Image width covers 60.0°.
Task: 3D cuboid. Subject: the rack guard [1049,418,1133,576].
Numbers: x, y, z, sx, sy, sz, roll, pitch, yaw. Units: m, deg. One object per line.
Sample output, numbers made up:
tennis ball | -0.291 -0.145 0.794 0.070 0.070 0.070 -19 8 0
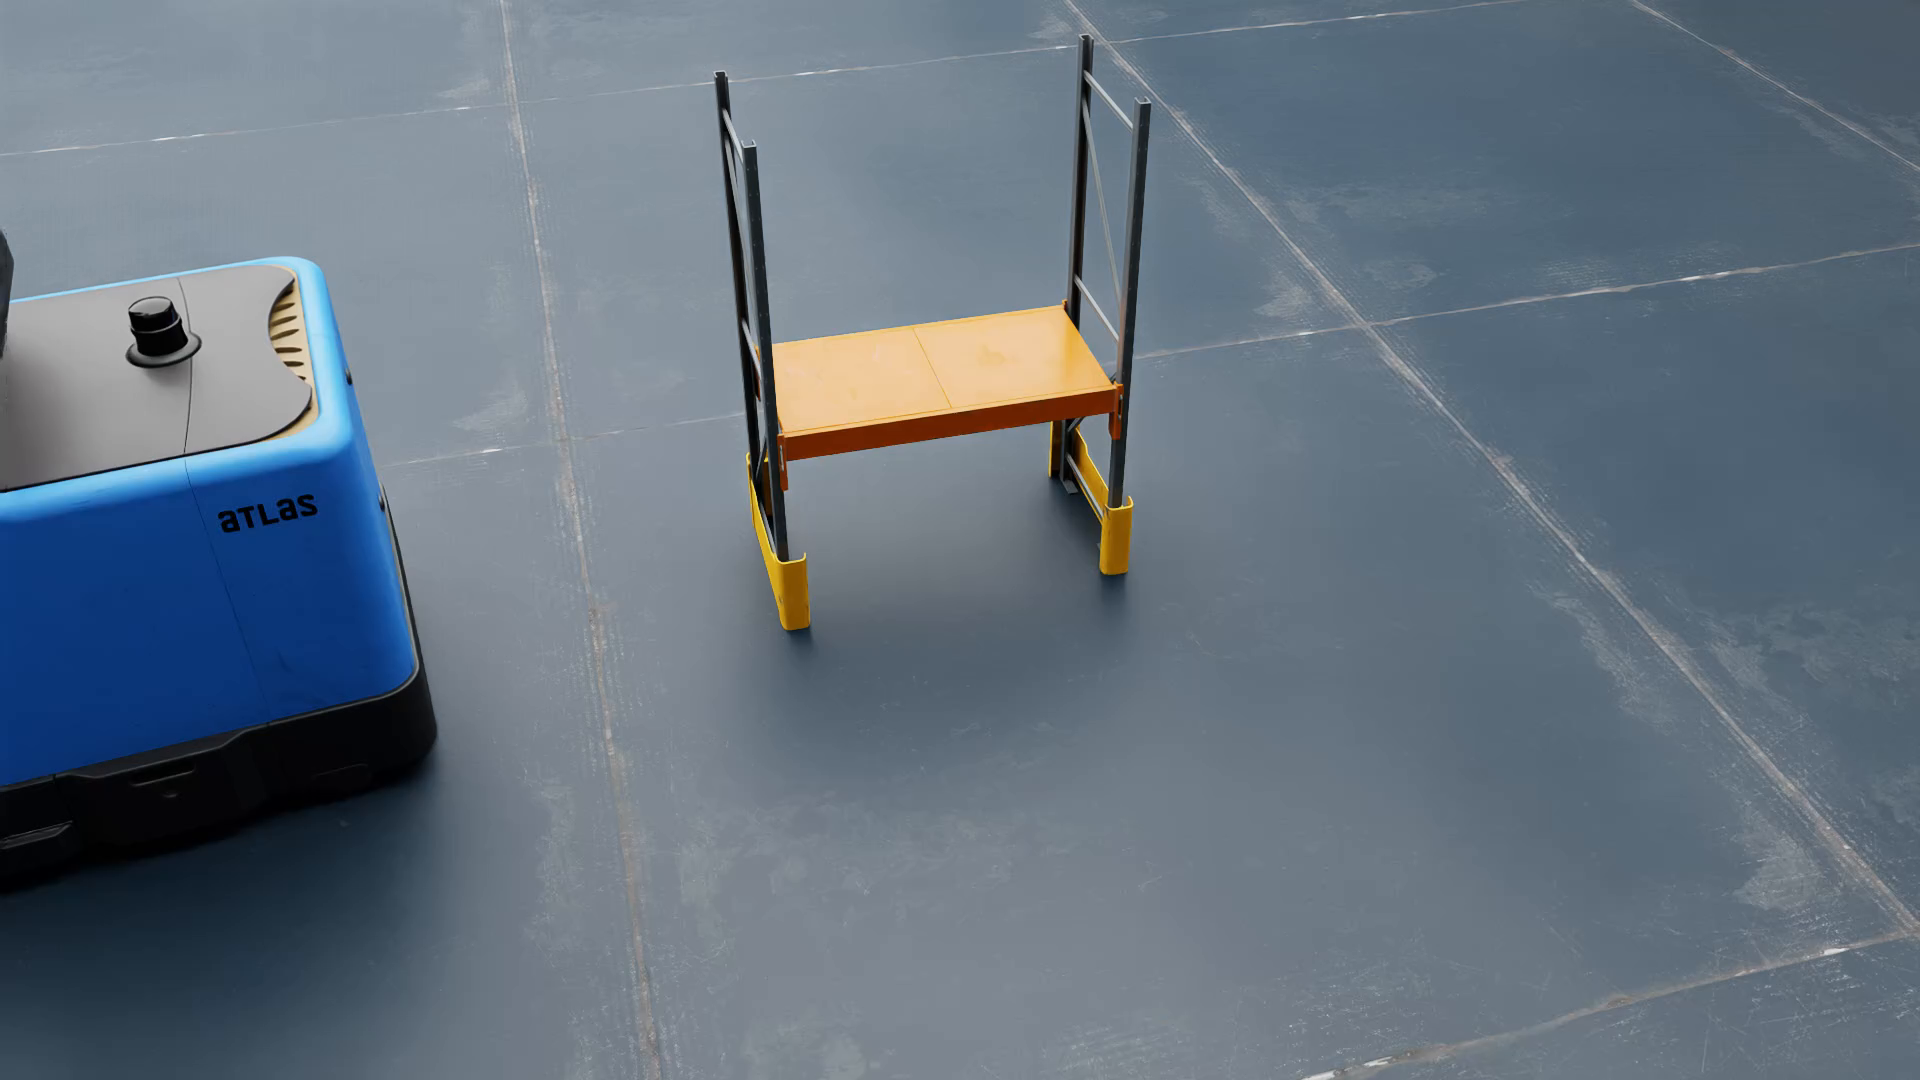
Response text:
rack guard | 0.407 -0.166 5.261 0.087 0.250 0.587 -9 38 -12

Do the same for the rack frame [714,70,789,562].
rack frame | -0.573 -0.502 4.671 0.032 1.500 0.500 -9 38 -12

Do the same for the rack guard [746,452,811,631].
rack guard | -0.554 -0.008 5.055 0.087 0.250 0.587 -9 38 -12

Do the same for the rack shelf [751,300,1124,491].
rack shelf | -0.082 -0.439 4.886 1.000 0.185 0.538 -9 38 -12

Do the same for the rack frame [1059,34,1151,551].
rack frame | 0.408 -0.663 4.882 0.032 1.500 0.500 -9 38 -12

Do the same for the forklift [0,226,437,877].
forklift | -2.969 -0.499 3.490 3.031 2.935 1.130 -13 39 -17

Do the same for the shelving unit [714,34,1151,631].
shelving unit | -0.074 -0.584 4.779 1.083 1.500 0.587 -9 38 -12
